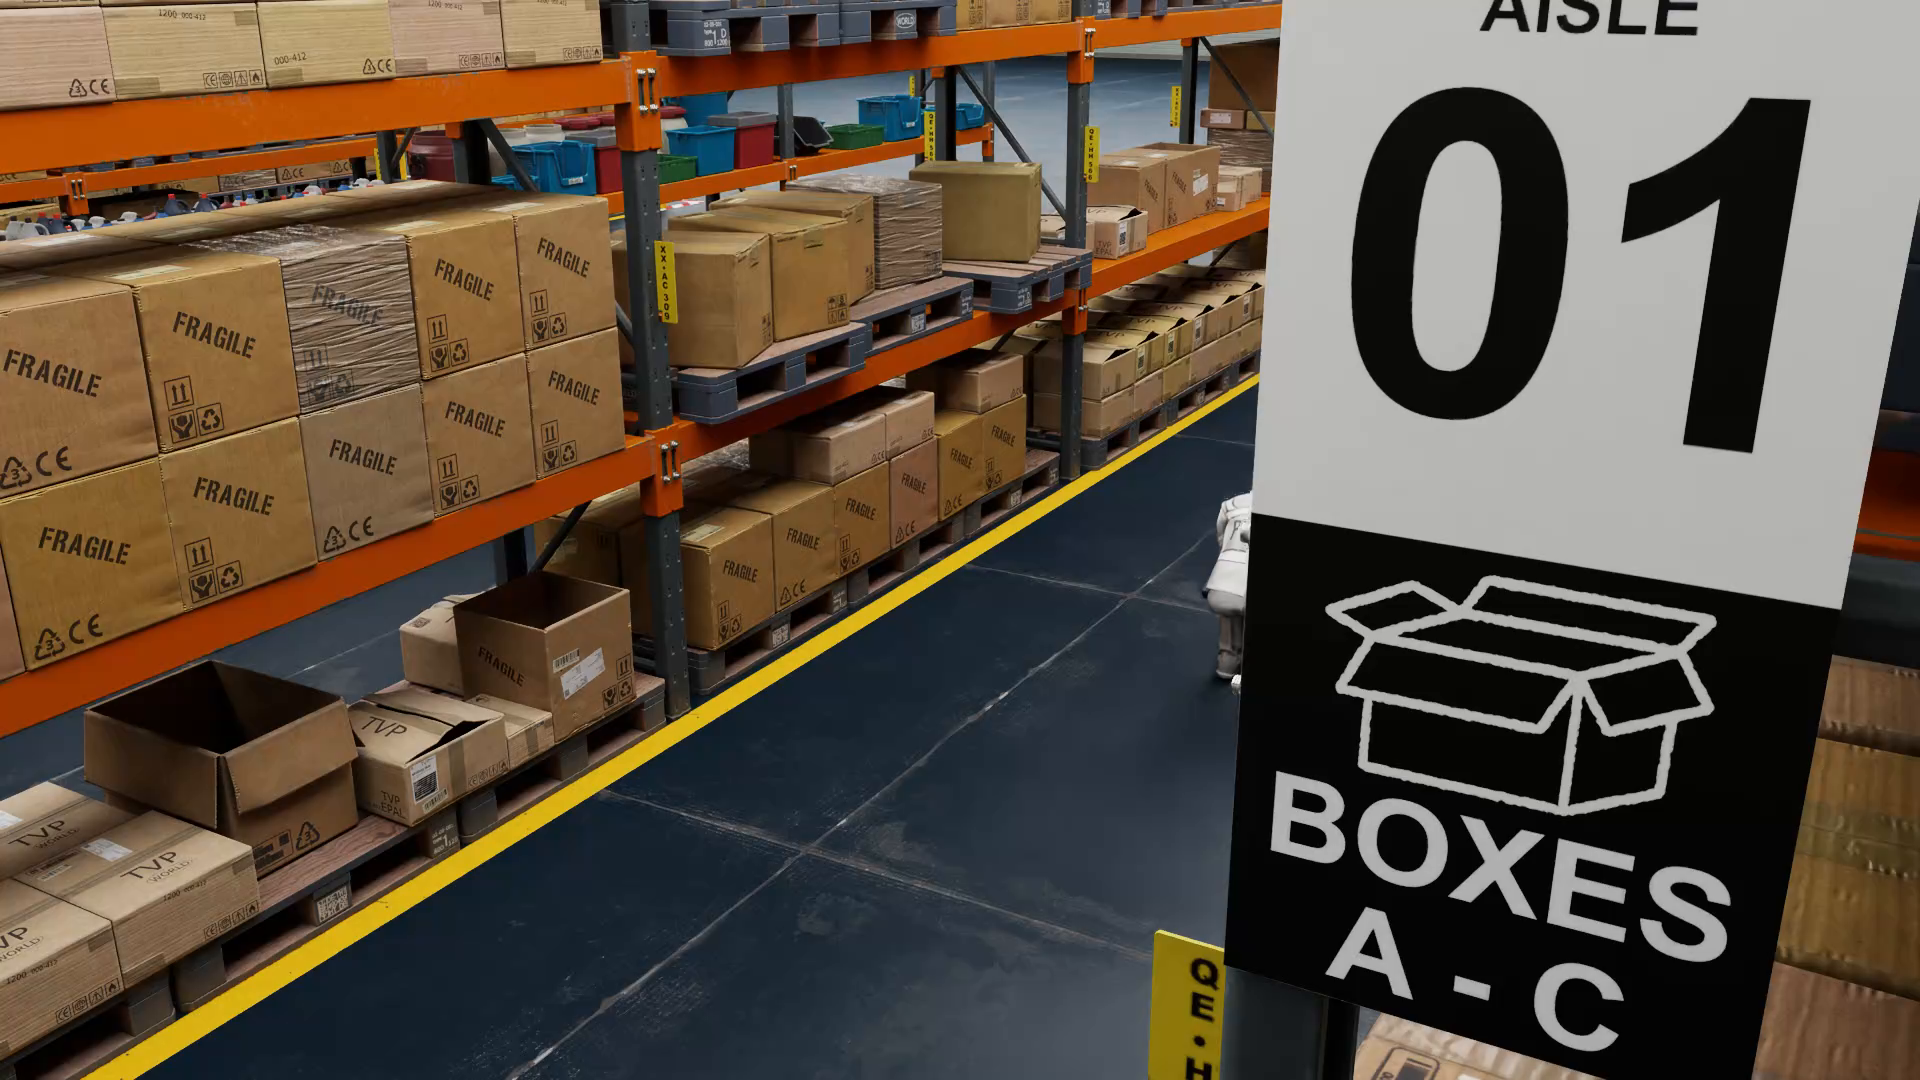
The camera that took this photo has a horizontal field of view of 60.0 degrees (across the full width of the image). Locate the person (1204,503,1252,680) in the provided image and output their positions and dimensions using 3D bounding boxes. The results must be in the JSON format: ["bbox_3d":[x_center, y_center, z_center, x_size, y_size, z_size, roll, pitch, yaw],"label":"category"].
[{"bbox_3d":[1.418,0.159,7.689,0.495,0.965,0.820,11,22,27],"label":"person"}]
